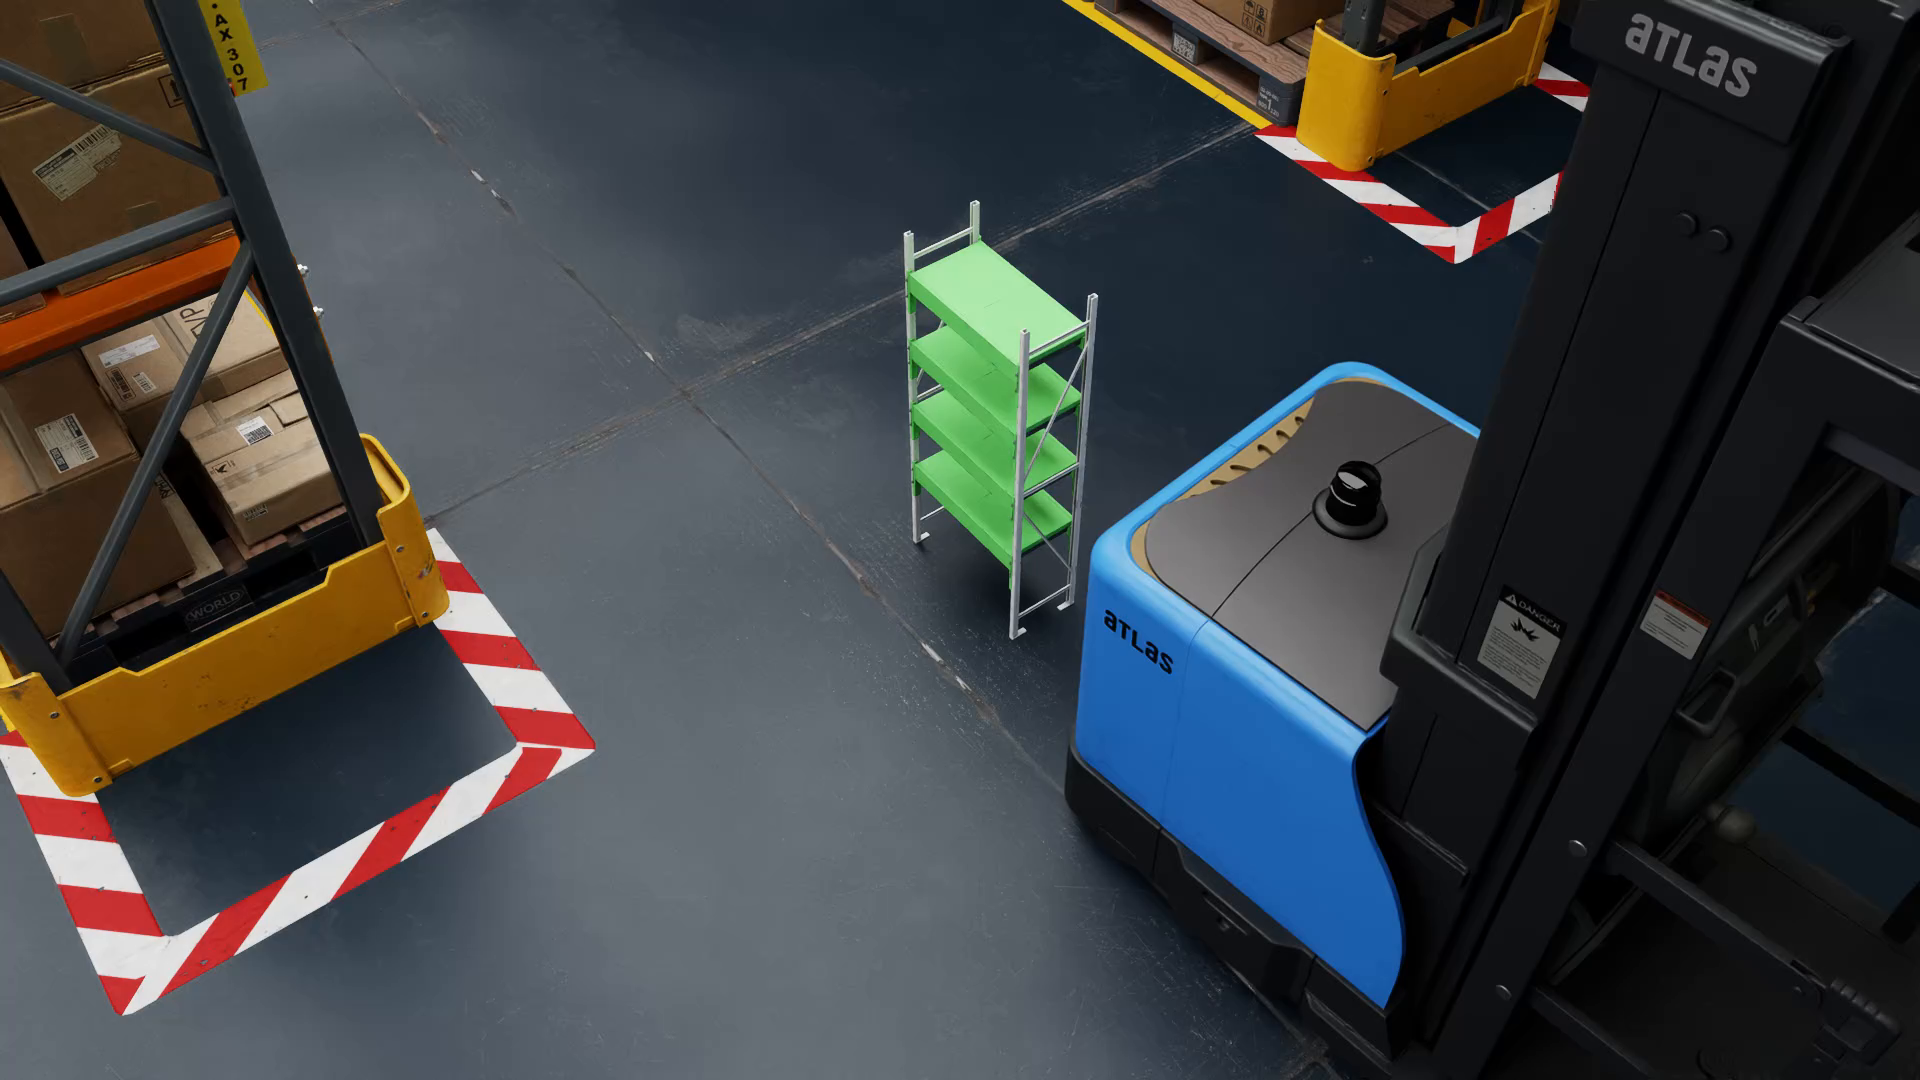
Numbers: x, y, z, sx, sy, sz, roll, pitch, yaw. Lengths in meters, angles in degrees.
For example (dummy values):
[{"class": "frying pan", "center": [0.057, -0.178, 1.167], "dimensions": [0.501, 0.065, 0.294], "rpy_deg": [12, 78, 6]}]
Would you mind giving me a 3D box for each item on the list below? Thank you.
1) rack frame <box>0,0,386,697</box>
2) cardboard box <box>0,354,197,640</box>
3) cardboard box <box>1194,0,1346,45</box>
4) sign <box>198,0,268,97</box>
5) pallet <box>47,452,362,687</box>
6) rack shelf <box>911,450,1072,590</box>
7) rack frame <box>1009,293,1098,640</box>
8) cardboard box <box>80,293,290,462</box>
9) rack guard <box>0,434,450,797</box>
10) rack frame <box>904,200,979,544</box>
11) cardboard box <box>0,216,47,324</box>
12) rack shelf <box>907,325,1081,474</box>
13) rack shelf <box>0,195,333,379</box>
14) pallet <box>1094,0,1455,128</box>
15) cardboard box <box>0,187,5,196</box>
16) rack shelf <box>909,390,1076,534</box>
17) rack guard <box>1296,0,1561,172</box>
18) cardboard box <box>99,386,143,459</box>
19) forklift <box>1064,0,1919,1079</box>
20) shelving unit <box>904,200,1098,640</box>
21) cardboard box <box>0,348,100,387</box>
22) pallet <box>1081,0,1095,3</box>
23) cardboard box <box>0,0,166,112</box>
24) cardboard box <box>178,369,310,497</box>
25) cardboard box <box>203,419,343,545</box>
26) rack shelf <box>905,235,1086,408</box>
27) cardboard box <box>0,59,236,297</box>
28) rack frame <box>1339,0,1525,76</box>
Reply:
[{"class": "rack frame", "center": [-2.054, -0.594, 3.764], "dimensions": [1.000, 3.000, 0.127], "rpy_deg": [-29, 54, -24]}, {"class": "cardboard box", "center": [-2.579, -0.112, 4.717], "dimensions": [0.500, 0.500, 0.500], "rpy_deg": [-29, 54, -24]}, {"class": "cardboard box", "center": [1.383, -2.488, 6.884], "dimensions": [0.700, 0.500, 0.500], "rpy_deg": [-29, 54, -24]}, {"class": "sign", "center": [-1.622, -1.128, 3.664], "dimensions": [0.100, 0.325, 0.005], "rpy_deg": [-29, 54, -24]}, {"class": "pallet", "center": [-2.583, -0.172, 5.263], "dimensions": [1.003, 0.211, 1.213], "rpy_deg": [-29, 54, -24]}, {"class": "rack shelf", "center": [0.100, -0.101, 4.942], "dimensions": [0.258, 0.148, 0.480], "rpy_deg": [-29, 54, -24]}, {"class": "rack frame", "center": [0.248, -0.162, 4.587], "dimensions": [0.240, 1.200, 0.015], "rpy_deg": [-29, 54, -24]}, {"class": "cardboard box", "center": [-2.460, -0.561, 5.293], "dimensions": [0.500, 0.250, 0.500], "rpy_deg": [-29, 54, -24]}, {"class": "rack guard", "center": [-2.100, 0.201, 4.731], "dimensions": [1.175, 0.500, 0.348], "rpy_deg": [-29, 54, -24]}, {"class": "rack frame", "center": [-0.048, -0.449, 4.847], "dimensions": [0.240, 1.200, 0.015], "rpy_deg": [-29, 54, -24]}, {"class": "cardboard box", "center": [-2.542, -0.770, 3.856], "dimensions": [0.500, 0.500, 0.500], "rpy_deg": [-28, 54, -23]}, {"class": "rack shelf", "center": [0.100, -0.424, 4.587], "dimensions": [0.258, 0.148, 0.480], "rpy_deg": [-29, 54, -24]}, {"class": "rack shelf", "center": [-3.265, -1.532, 5.099], "dimensions": [1.077, 0.370, 4.000], "rpy_deg": [-29, 54, -24]}, {"class": "pallet", "center": [1.340, -2.318, 7.209], "dimensions": [1.003, 0.211, 1.213], "rpy_deg": [-29, 54, -24]}, {"class": "cardboard box", "center": [-2.429, -1.309, 4.345], "dimensions": [0.500, 0.500, 0.500], "rpy_deg": [-30, 54, -24]}, {"class": "rack shelf", "center": [0.100, -0.262, 4.764], "dimensions": [0.258, 0.148, 0.480], "rpy_deg": [-29, 54, -24]}, {"class": "rack guard", "center": [1.901, -1.965, 6.694], "dimensions": [1.175, 0.500, 0.348], "rpy_deg": [-29, 54, -24]}, {"class": "cardboard box", "center": [-2.753, -0.279, 5.094], "dimensions": [0.380, 0.166, 0.250], "rpy_deg": [-29, 54, -24]}, {"class": "forklift", "center": [1.663, 0.295, 3.004], "dimensions": [1.130, 2.935, 3.031], "rpy_deg": [-35, 57, -28]}, {"class": "shelving unit", "center": [0.100, -0.305, 4.717], "dimensions": [0.258, 1.200, 0.503], "rpy_deg": [-29, 54, -24]}, {"class": "cardboard box", "center": [-3.130, -0.602, 5.330], "dimensions": [0.500, 0.250, 0.500], "rpy_deg": [-29, 54, -24]}, {"class": "pallet", "center": [0.606, -3.037, 7.861], "dimensions": [1.003, 0.211, 1.213], "rpy_deg": [-29, 54, -24]}, {"class": "cardboard box", "center": [-2.113, -1.343, 3.701], "dimensions": [0.500, 0.500, 0.500], "rpy_deg": [-28, 54, -23]}, {"class": "cardboard box", "center": [-2.185, -0.339, 5.148], "dimensions": [0.380, 0.166, 0.250], "rpy_deg": [-29, 54, -24]}, {"class": "cardboard box", "center": [-2.034, -0.185, 5.021], "dimensions": [0.380, 0.149, 0.250], "rpy_deg": [-29, 54, -24]}, {"class": "rack shelf", "center": [0.100, -0.585, 4.409], "dimensions": [0.258, 0.148, 0.480], "rpy_deg": [-29, 54, -24]}, {"class": "cardboard box", "center": [-2.113, -1.007, 4.071], "dimensions": [0.500, 0.500, 0.500], "rpy_deg": [-28, 54, -23]}, {"class": "rack frame", "center": [1.886, -2.818, 5.780], "dimensions": [1.000, 3.000, 0.127], "rpy_deg": [-29, 54, -24]}]
